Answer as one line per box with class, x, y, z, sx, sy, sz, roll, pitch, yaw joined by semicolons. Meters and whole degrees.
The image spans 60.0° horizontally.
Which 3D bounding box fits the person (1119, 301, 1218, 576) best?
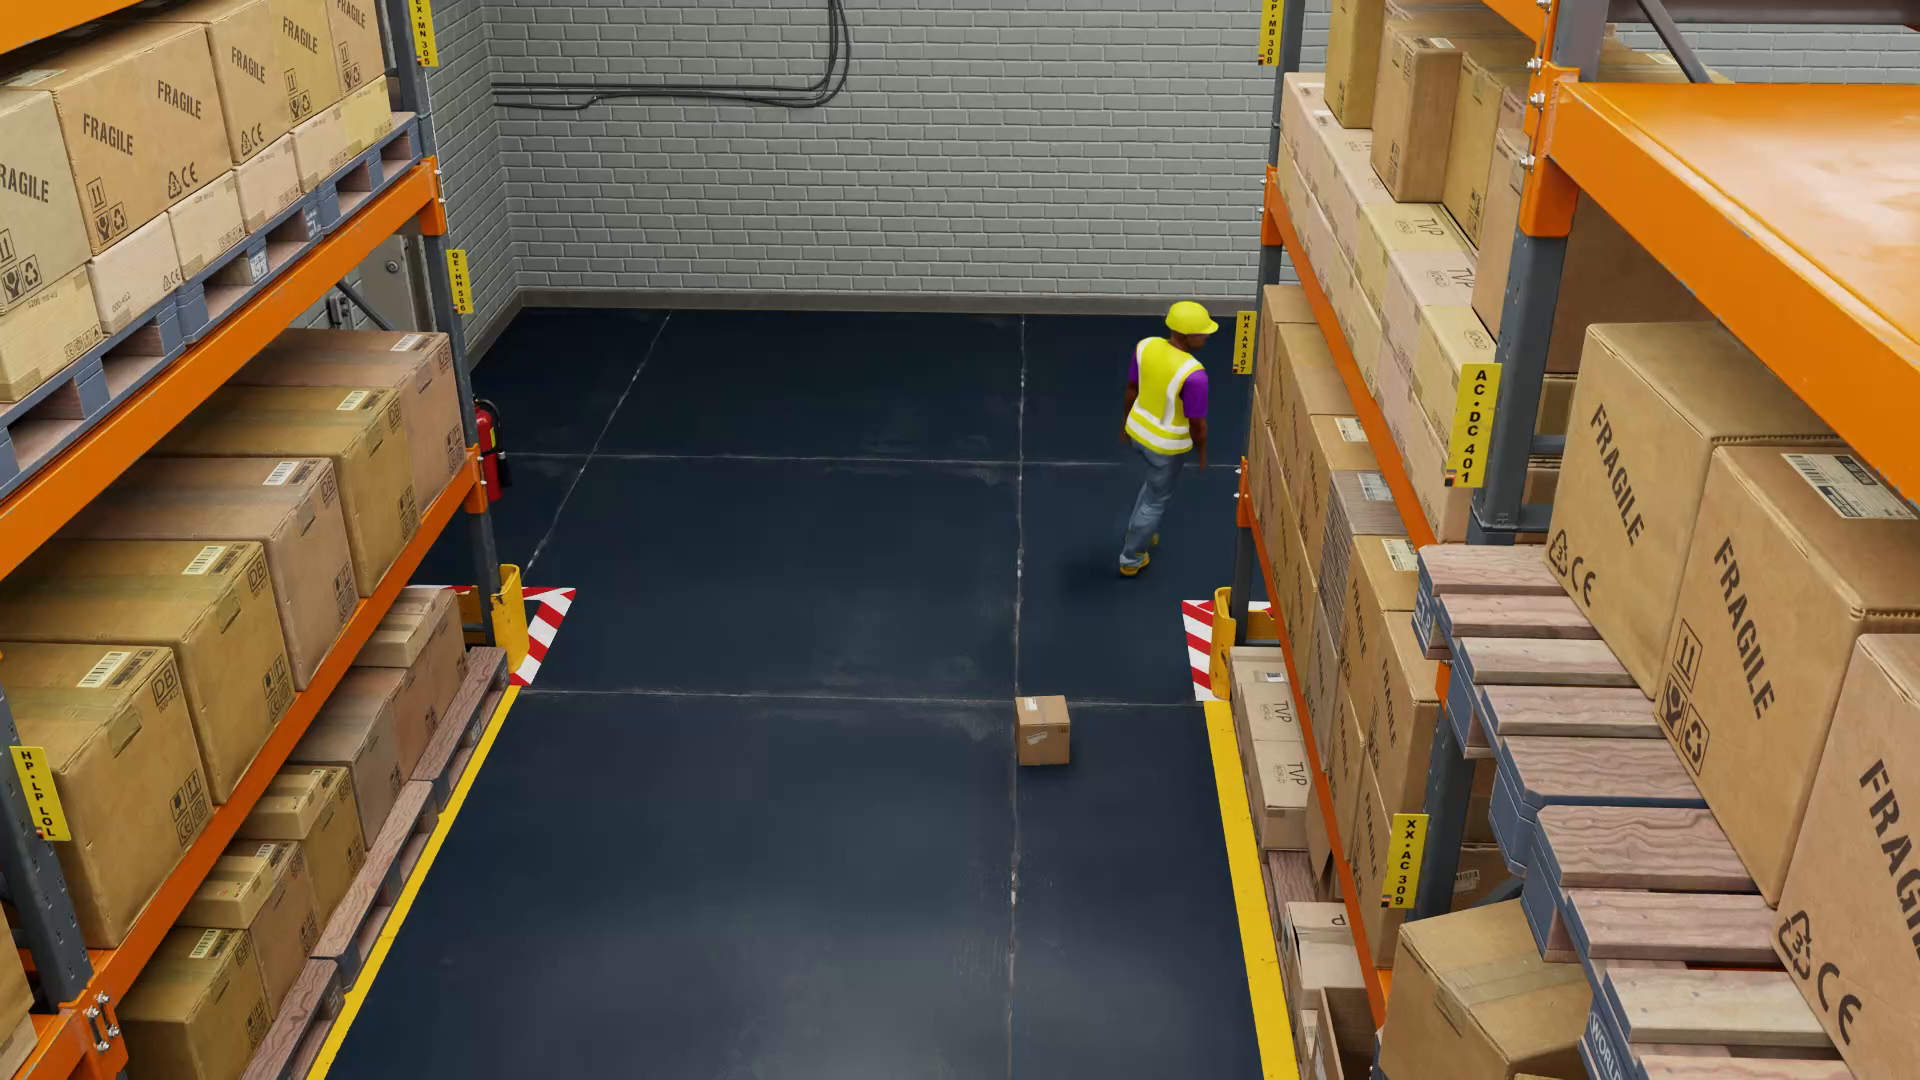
person;1.202;-0.590;9.679;0.485;1.751;0.671;-19;33;-31
